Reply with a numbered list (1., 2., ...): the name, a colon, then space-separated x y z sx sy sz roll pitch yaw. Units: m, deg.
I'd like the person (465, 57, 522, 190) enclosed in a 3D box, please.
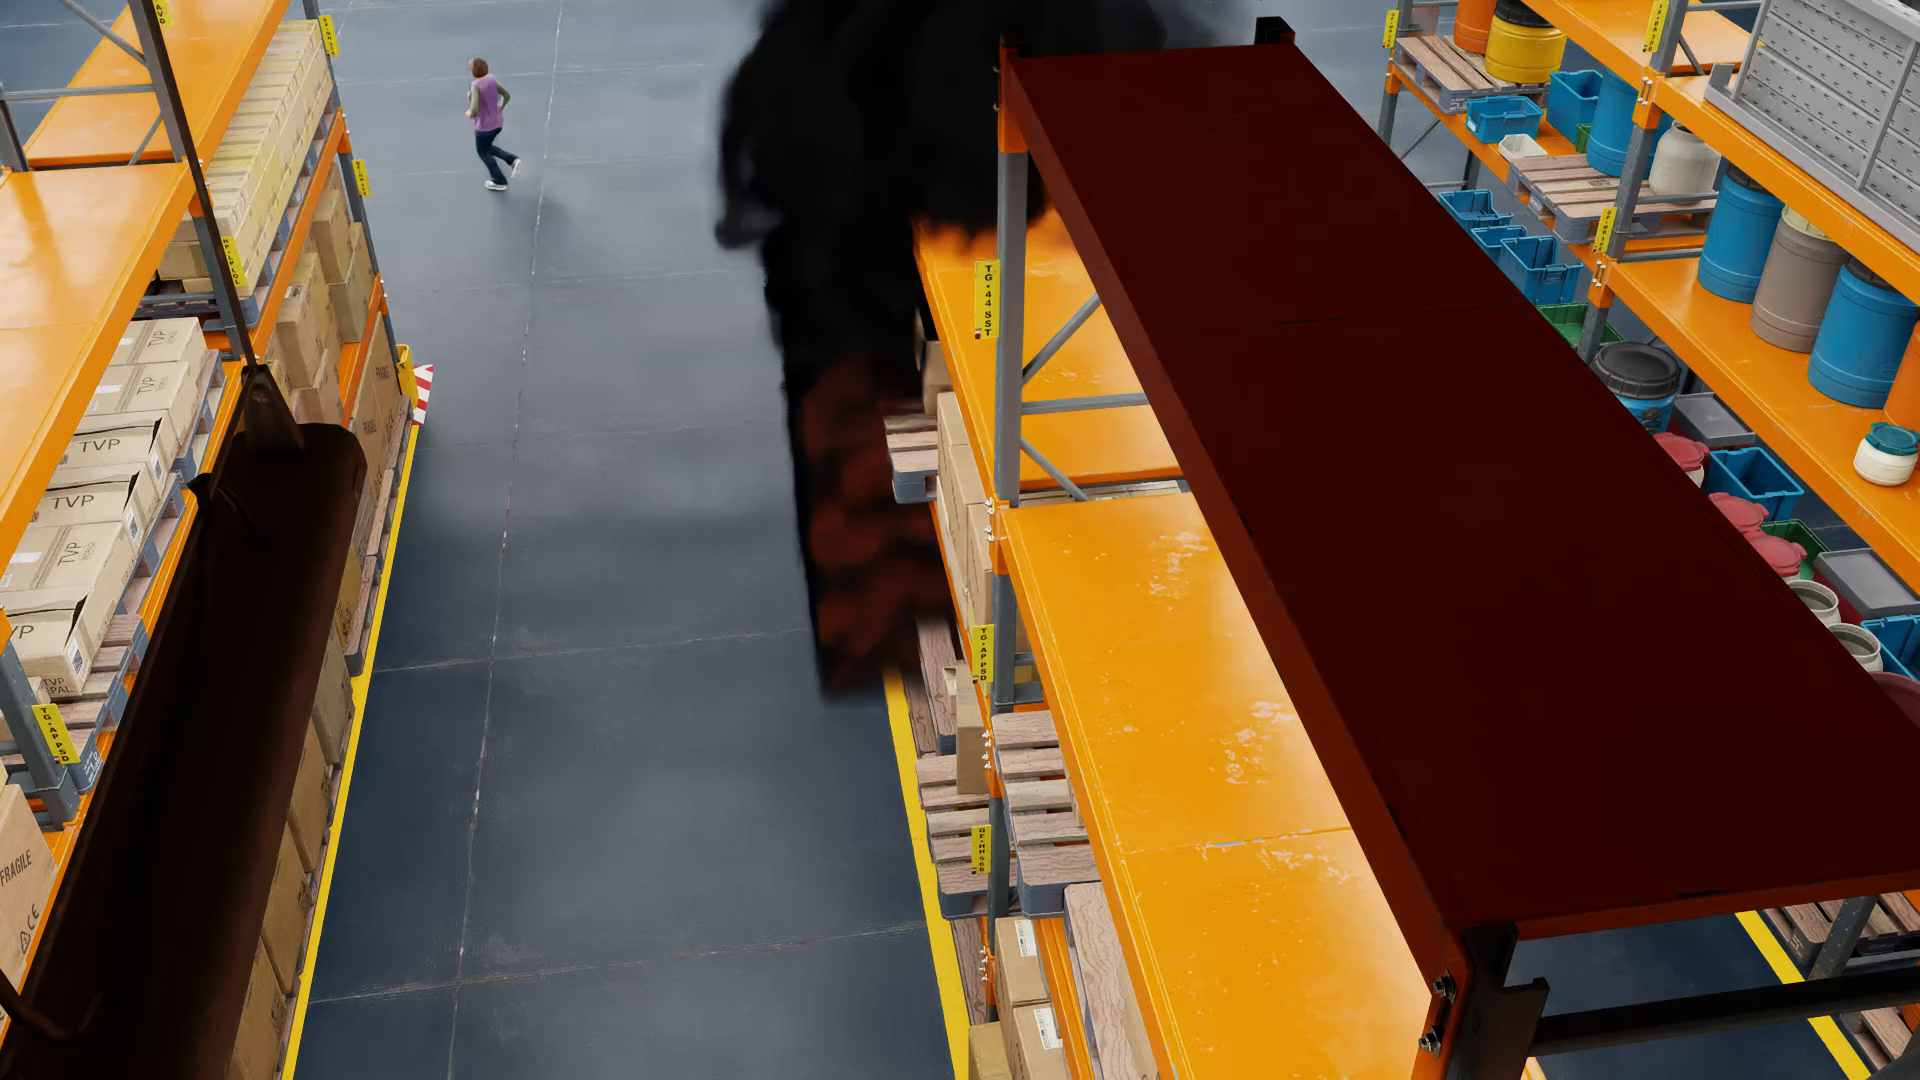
1. person: -5.194 -4.589 18.395 0.556 1.547 0.549 14 38 18
